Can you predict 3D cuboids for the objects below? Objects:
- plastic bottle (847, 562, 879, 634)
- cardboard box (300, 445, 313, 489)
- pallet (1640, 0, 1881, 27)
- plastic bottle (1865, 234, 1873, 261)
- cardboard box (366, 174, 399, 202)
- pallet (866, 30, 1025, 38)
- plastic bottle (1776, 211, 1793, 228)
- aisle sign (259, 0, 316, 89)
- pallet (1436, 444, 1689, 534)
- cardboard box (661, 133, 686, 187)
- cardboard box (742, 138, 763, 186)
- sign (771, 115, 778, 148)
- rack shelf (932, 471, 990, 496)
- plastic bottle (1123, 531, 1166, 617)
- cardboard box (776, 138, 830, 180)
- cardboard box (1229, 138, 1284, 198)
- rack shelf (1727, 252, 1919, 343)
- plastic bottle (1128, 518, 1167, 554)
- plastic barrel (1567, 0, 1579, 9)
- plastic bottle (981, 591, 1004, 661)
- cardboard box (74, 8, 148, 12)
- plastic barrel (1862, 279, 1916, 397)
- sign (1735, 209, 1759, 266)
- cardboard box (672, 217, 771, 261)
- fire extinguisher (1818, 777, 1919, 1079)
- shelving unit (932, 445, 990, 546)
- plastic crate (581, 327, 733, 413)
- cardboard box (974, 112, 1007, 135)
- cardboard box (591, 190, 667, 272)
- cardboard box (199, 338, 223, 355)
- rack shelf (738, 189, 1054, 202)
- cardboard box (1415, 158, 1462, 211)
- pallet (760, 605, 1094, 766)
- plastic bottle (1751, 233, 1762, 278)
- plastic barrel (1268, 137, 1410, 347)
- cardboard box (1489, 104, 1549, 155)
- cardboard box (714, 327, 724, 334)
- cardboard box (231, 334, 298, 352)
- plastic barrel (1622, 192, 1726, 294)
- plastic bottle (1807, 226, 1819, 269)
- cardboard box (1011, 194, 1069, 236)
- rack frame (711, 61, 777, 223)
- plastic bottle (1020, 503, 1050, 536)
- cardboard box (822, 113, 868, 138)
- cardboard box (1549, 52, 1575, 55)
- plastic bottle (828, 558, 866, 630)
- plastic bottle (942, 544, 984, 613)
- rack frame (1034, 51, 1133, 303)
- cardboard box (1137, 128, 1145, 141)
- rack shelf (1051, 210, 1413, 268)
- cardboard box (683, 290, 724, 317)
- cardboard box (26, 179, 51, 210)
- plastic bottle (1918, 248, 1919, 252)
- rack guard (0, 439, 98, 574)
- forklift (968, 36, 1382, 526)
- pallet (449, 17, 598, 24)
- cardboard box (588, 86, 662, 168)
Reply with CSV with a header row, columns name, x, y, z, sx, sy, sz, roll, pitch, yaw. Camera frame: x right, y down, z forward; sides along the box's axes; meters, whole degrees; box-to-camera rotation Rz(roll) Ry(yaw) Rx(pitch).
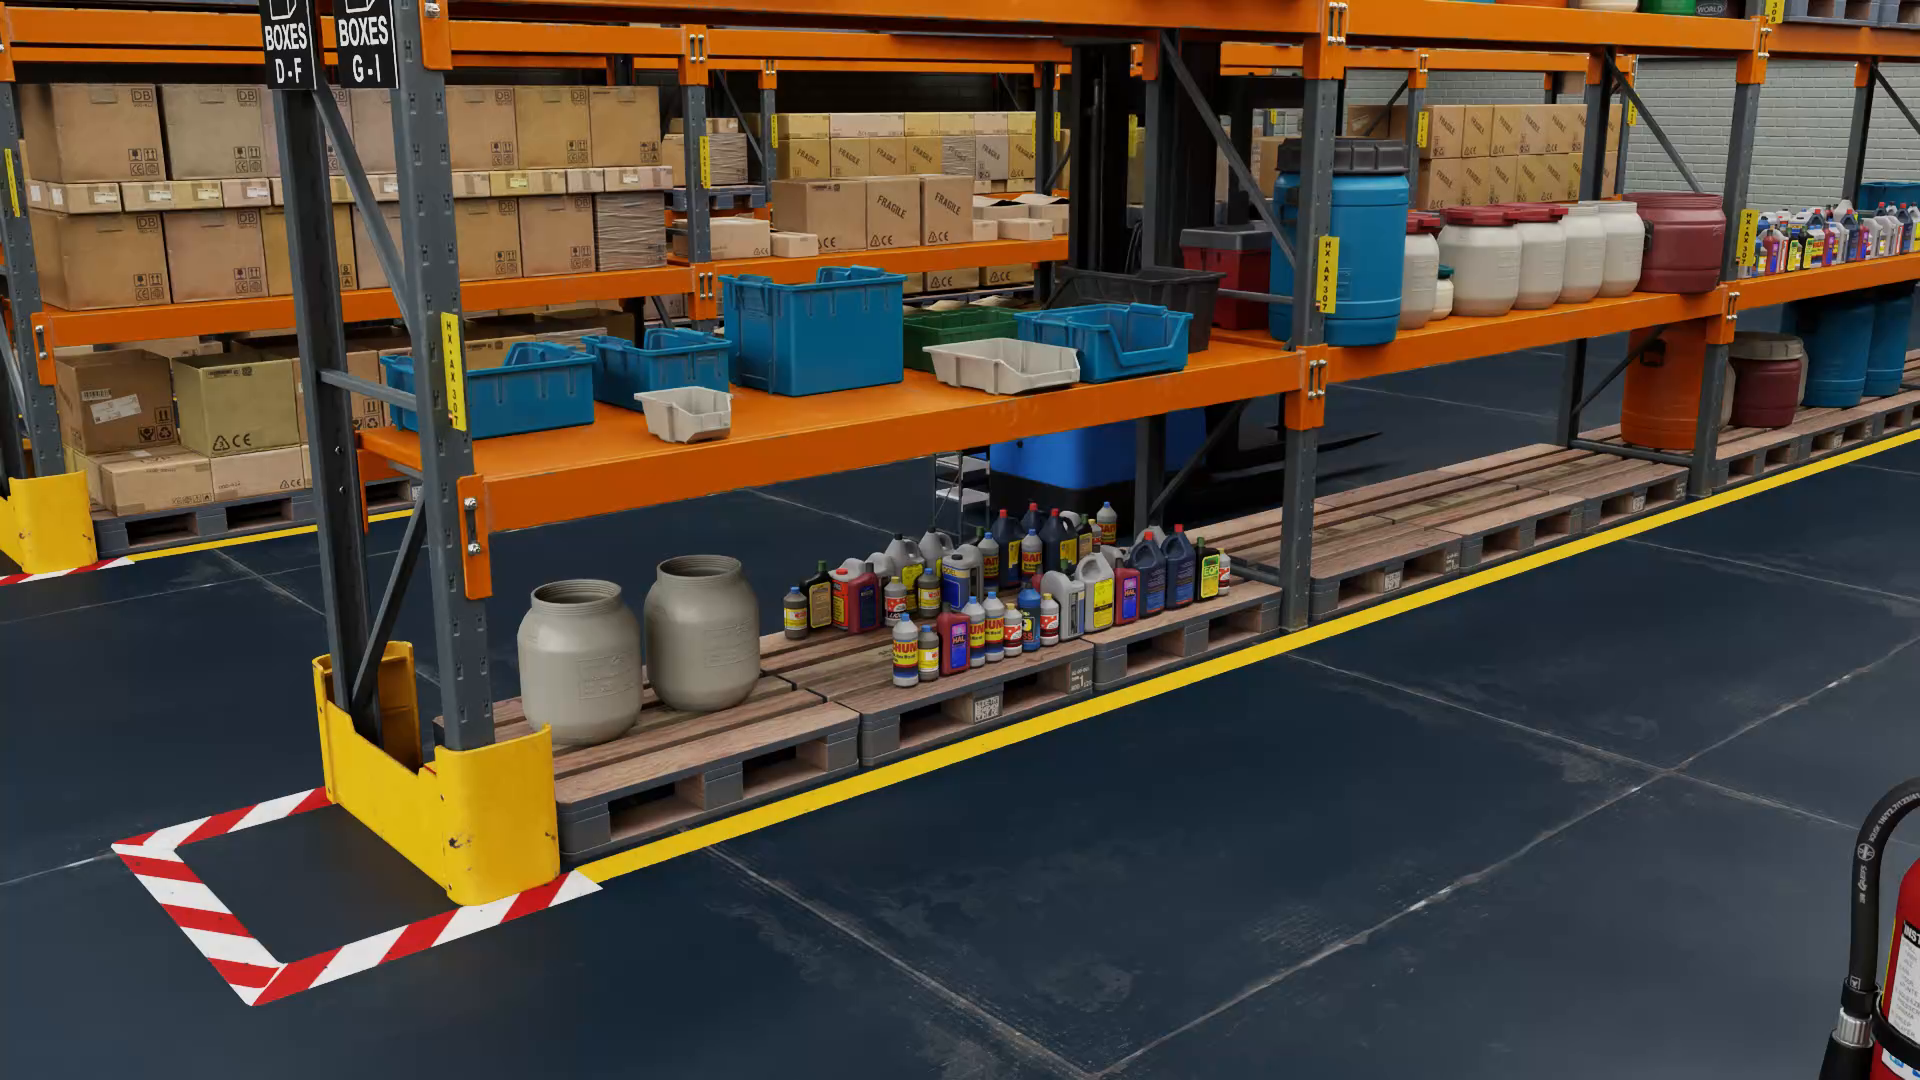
name,x,y,z,sx,sy,sz,roll,pitch,yaw
plastic bottle,-0.404,0.240,6.950,0.133,0.283,0.061,-13,19,-39
cardboard box,-3.726,-0.503,9.837,0.500,0.250,0.500,-13,19,-39
pallet,4.896,-3.270,10.234,1.213,0.211,1.003,-13,19,-39
plastic bottle,6.185,-2.019,11.382,0.097,0.201,0.097,0,15,0
cardboard box,-3.431,-2.058,9.691,0.250,0.149,0.380,-12,19,-39
pallet,-0.289,-3.802,12.226,1.213,0.211,1.003,-12,19,-37
plastic bottle,5.975,-2.258,12.132,0.135,0.276,0.152,-13,19,-39
aisle sign,-2.029,-1.748,4.944,0.004,0.787,0.394,-13,19,-39
pallet,3.645,-0.331,10.080,1.213,0.211,1.003,-13,19,-39
cardboard box,-3.000,-3.810,16.654,0.700,0.500,0.500,14,20,42
cardboard box,-2.065,-4.063,17.841,0.500,0.500,0.500,-12,19,-39
sign,-1.885,-4.148,16.875,0.005,0.325,0.100,-13,19,-39
rack shelf,0.006,-0.317,9.171,0.200,0.077,0.258,-13,20,-39
plastic bottle,0.796,0.141,7.191,0.185,0.351,0.144,-14,20,-42
cardboard box,-1.714,-3.965,17.471,0.500,0.500,0.500,-12,19,-38
cardboard box,2.732,-3.384,15.099,0.700,0.500,0.500,10,18,33
rack shelf,5.764,-1.793,11.544,4.000,0.370,1.077,-13,19,-39
plastic bottle,0.846,0.080,7.418,0.185,0.351,0.144,-13,19,-39
plastic barrel,3.493,-3.396,9.368,0.600,0.901,0.600,0,15,0
plastic bottle,0.126,0.338,6.608,0.097,0.271,0.097,0,15,0
cardboard box,-6.659,-4.158,12.959,0.500,0.500,0.500,-11,19,-36
plastic barrel,6.851,-1.580,12.604,0.708,0.901,0.600,-13,19,-39
sign,4.622,-1.775,9.765,0.005,0.325,0.100,-13,19,-39
cardboard box,-1.668,-2.109,11.622,0.500,0.250,0.500,-11,19,-36
fire extinguisher,1.082,0.485,1.772,0.183,0.674,0.296,-13,19,-39
shelving unit,0.006,-0.436,9.139,0.210,0.900,0.258,-13,20,-39
plastic crate,-1.105,-0.627,6.071,0.408,0.251,0.499,-13,19,-39
cardboard box,0.193,-4.758,18.989,0.500,0.250,0.500,-12,19,-38
cardboard box,-2.342,-2.061,10.959,0.500,0.500,0.700,-13,20,-41
cardboard box,-6.485,-1.621,14.178,0.380,0.149,0.250,14,20,42
rack shelf,-0.740,-3.722,18.764,4.000,0.370,1.077,-13,19,-39
cardboard box,4.587,-3.526,16.444,0.500,0.500,0.500,-12,19,-38
pallet,-0.217,0.537,6.832,1.213,0.211,1.003,-13,19,-39
plastic bottle,4.899,-1.764,10.292,0.097,0.271,0.097,0,15,0
plastic barrel,1.728,-1.373,7.605,0.708,0.901,0.600,-13,19,-39
cardboard box,5.730,-4.263,17.265,0.500,0.500,0.500,-12,19,-38
cardboard box,-1.506,-1.448,12.287,0.500,0.311,0.500,-12,19,-38
cardboard box,-4.075,-0.969,10.127,0.500,0.500,0.500,-13,19,-39
plastic barrel,4.104,-1.730,9.650,0.708,0.536,0.600,-13,19,-39
plastic bottle,5.523,-1.904,10.816,0.097,0.271,0.097,0,15,0
cardboard box,0.703,-2.671,13.608,0.500,0.311,0.500,-11,19,-36
rack frame,-2.248,-3.730,17.403,0.127,3.000,1.000,-13,19,-39
plastic bottle,0.356,-0.001,7.721,0.185,0.351,0.144,-12,19,-38
cardboard box,-1.332,-4.412,17.694,0.500,0.250,0.500,-13,20,-40
cardboard box,6.074,-5.190,17.347,0.500,0.250,0.500,-13,19,-39
plastic bottle,-0.474,0.223,7.028,0.135,0.276,0.152,-12,19,-39
plastic bottle,0.009,0.164,7.250,0.135,0.276,0.152,-13,19,-39
rack frame,1.006,-2.767,13.795,0.127,3.000,1.000,-13,19,-39
cardboard box,1.743,-4.764,20.692,0.700,0.700,0.980,-13,20,-41
rack shelf,2.515,-2.758,15.156,4.000,0.370,1.077,-13,19,-39
cardboard box,-2.757,-2.603,17.174,0.500,0.500,0.700,-12,19,-39
cardboard box,-4.866,-1.875,9.006,0.250,0.149,0.380,-13,20,-40
plastic bottle,6.912,-2.228,12.018,0.135,0.276,0.152,-13,19,-39
rack guard,-5.047,-0.200,9.029,0.348,0.500,1.175,-13,19,-39
forklift,1.447,-1.733,10.058,3.031,2.935,1.130,-12,19,-39
pallet,-2.638,-3.346,10.323,1.213,0.211,1.003,-13,19,-39
cardboard box,-2.342,-2.688,10.792,0.500,0.500,0.700,-13,19,-39
